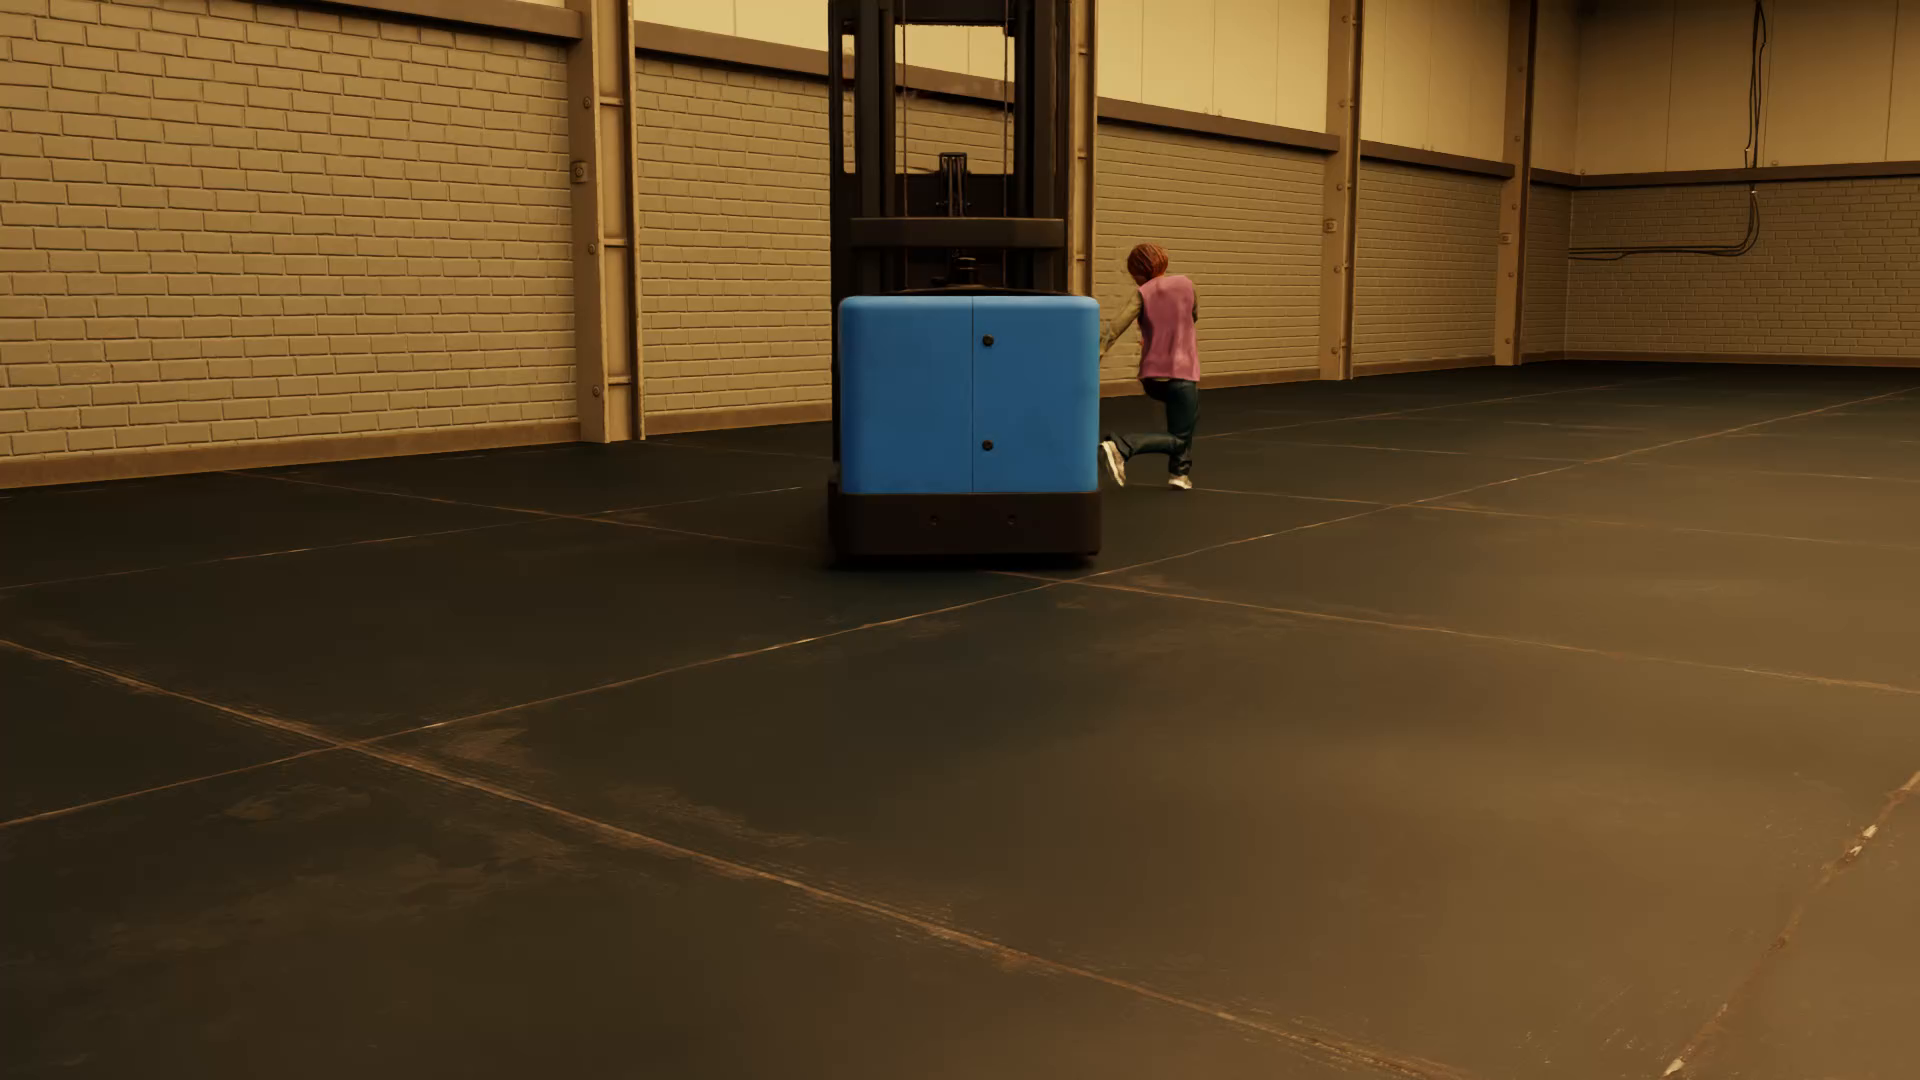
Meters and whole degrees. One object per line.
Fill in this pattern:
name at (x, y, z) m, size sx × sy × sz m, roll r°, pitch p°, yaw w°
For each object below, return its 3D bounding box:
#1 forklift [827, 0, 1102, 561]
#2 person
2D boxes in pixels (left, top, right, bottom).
forklift at (-0.070, -1.542, 7.818) m, size 1.130 × 2.935 × 3.031 m, roll -1°, pitch 8°, yaw -5°
person at (1.034, -0.938, 9.162) m, size 0.558 × 1.387 × 0.822 m, roll 5°, pitch 10°, yaw 33°
